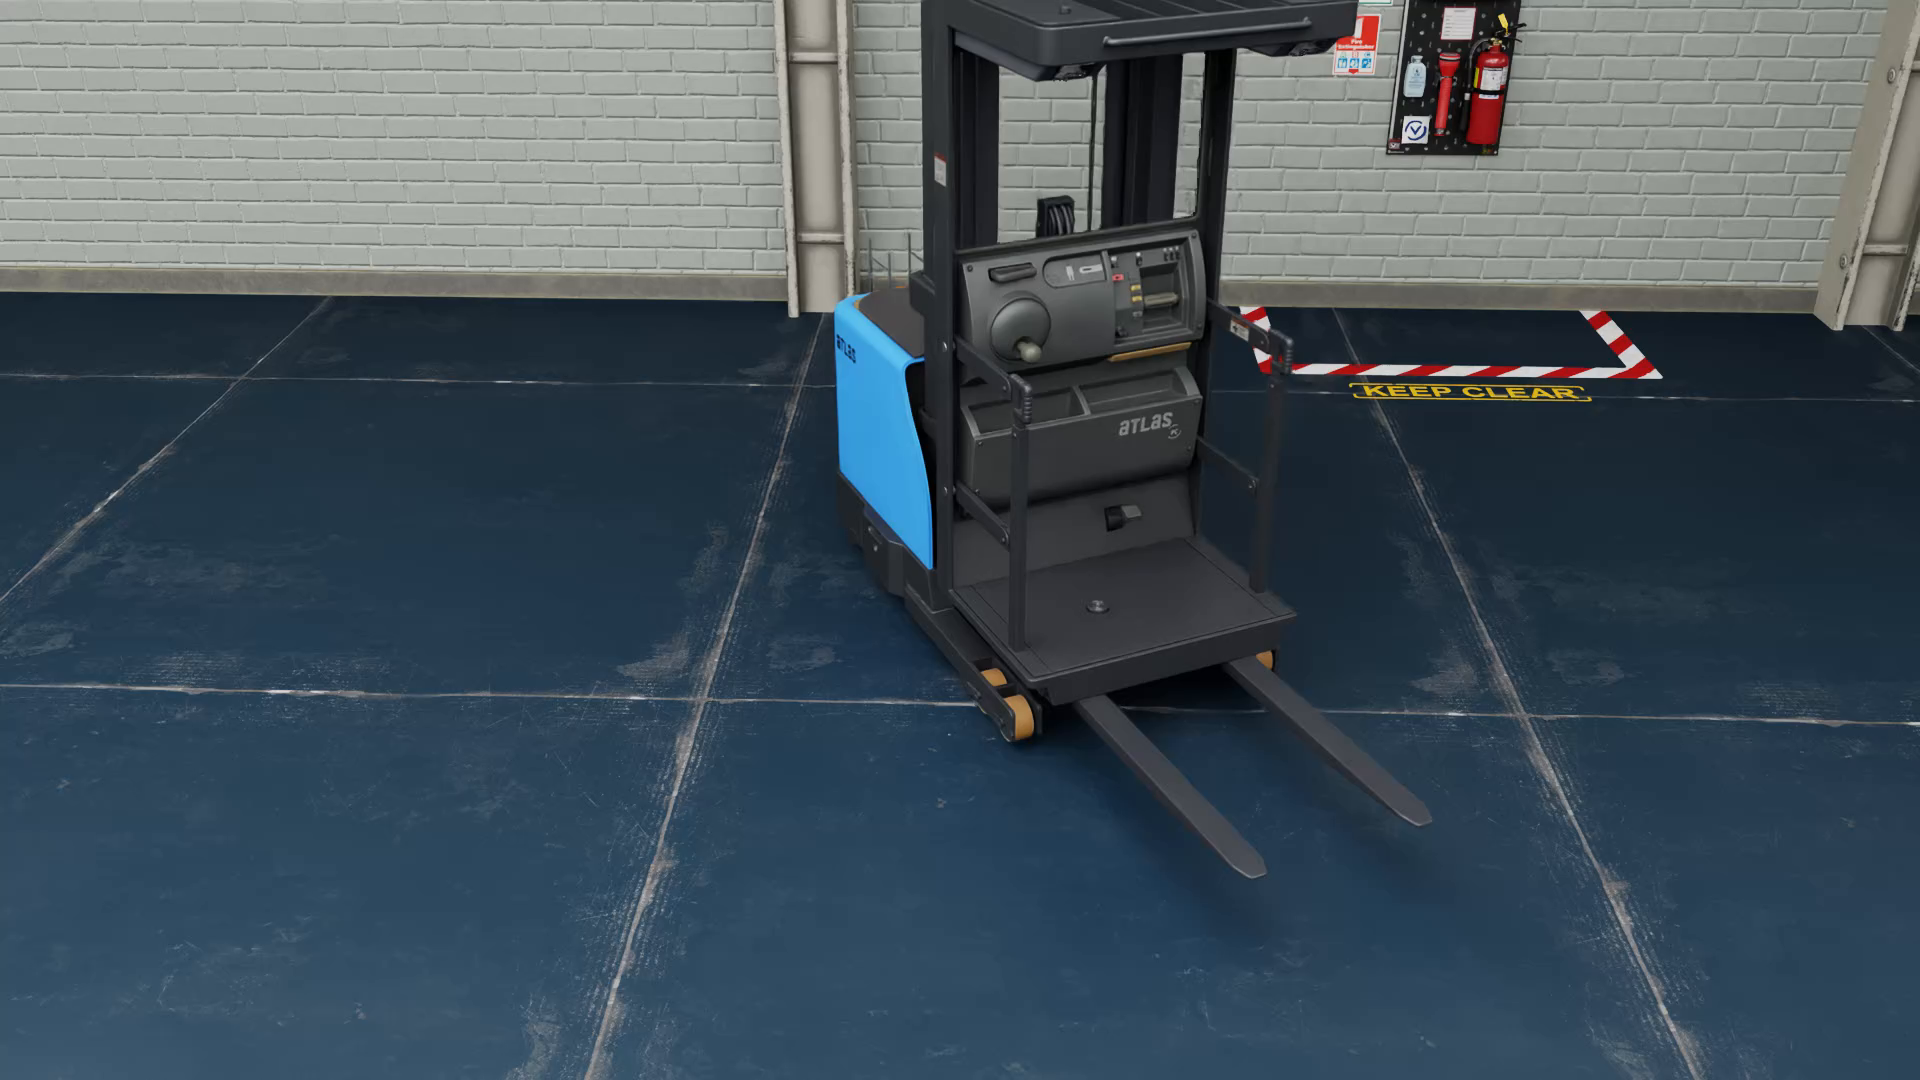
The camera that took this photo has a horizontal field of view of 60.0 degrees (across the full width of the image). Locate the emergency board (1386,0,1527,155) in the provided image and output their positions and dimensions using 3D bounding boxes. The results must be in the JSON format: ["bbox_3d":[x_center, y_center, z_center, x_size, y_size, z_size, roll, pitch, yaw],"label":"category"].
[{"bbox_3d":[2.732,-2.655,9.055,0.643,1.169,0.194,1,28,2],"label":"emergency board"}]

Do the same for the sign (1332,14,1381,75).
[{"bbox_3d":[2.183,-2.728,9.155,0.234,0.329,0.001,1,28,2],"label":"sign"}]

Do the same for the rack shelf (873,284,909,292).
[{"bbox_3d":[-0.257,-1.013,7.204,0.180,0.103,0.258,-12,30,-21],"label":"rack shelf"}]

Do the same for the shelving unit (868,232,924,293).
[{"bbox_3d":[-0.257,-0.733,7.351,0.189,1.200,0.258,-12,30,-21],"label":"shelving unit"}]

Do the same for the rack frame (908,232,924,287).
[{"bbox_3d":[-0.173,-0.751,7.385,0.006,1.200,0.240,-12,30,-21],"label":"rack frame"}]

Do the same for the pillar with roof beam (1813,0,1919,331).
[{"bbox_3d":[5.048,-3.232,3.738,0.400,9.000,9.100,1,28,2],"label":"pillar with roof beam"}]

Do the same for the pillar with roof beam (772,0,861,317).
[{"bbox_3d":[-0.948,-3.331,3.925,0.400,9.000,9.100,1,28,2],"label":"pillar with roof beam"}]

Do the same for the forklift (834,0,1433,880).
[{"bbox_3d":[0.534,-0.810,5.649,1.130,2.935,3.031,-12,30,-21],"label":"forklift"}]

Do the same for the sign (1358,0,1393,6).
[{"bbox_3d":[2.187,-2.958,9.023,0.331,0.109,0.001,1,28,2],"label":"sign"}]

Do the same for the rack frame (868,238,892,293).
[{"bbox_3d":[-0.340,-0.716,7.318,0.006,1.200,0.240,-12,30,-21],"label":"rack frame"}]

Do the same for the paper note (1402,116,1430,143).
[{"bbox_3d":[2.557,-2.301,9.328,0.142,0.148,0.016,1,28,2],"label":"paper note"}]
